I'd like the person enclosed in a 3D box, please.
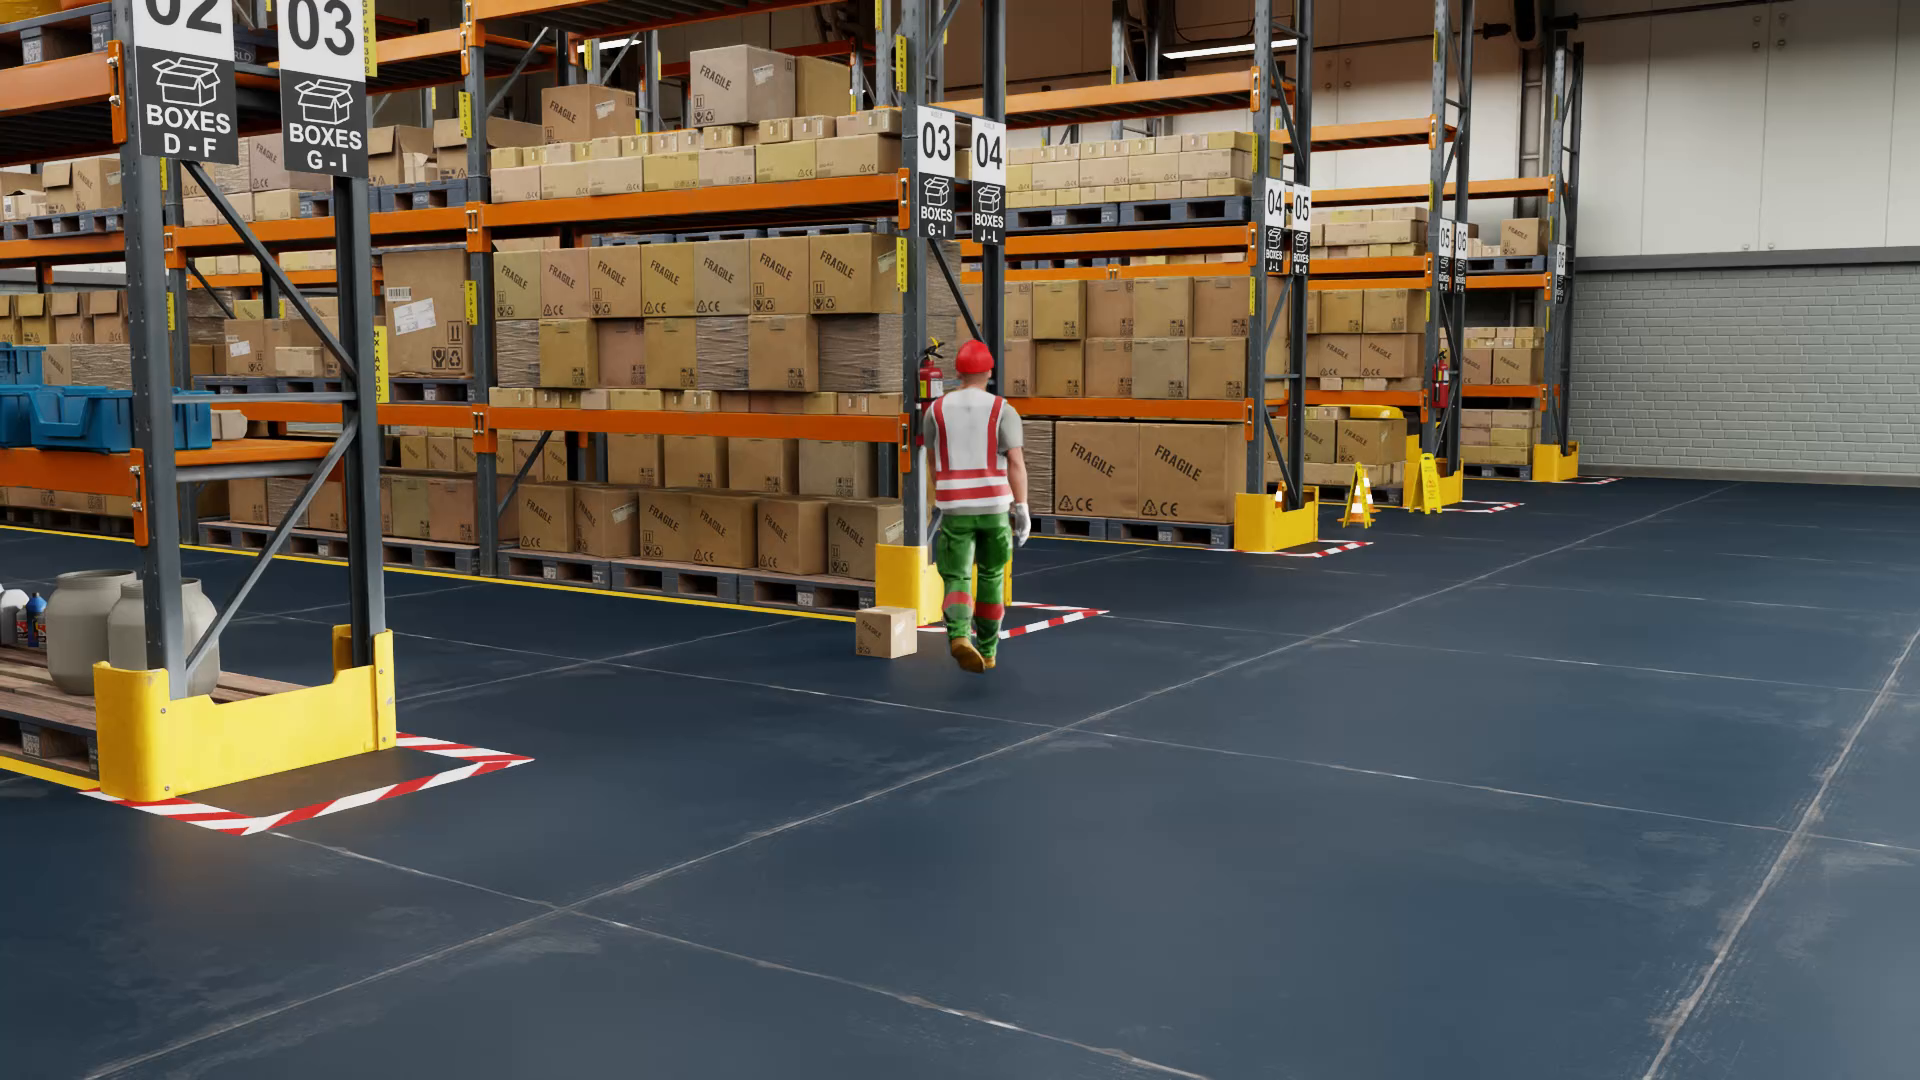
[{"bbox_3d":[0.086,-0.163,8.673,0.575,1.755,0.936,0,6,4],"label":"person"}]
